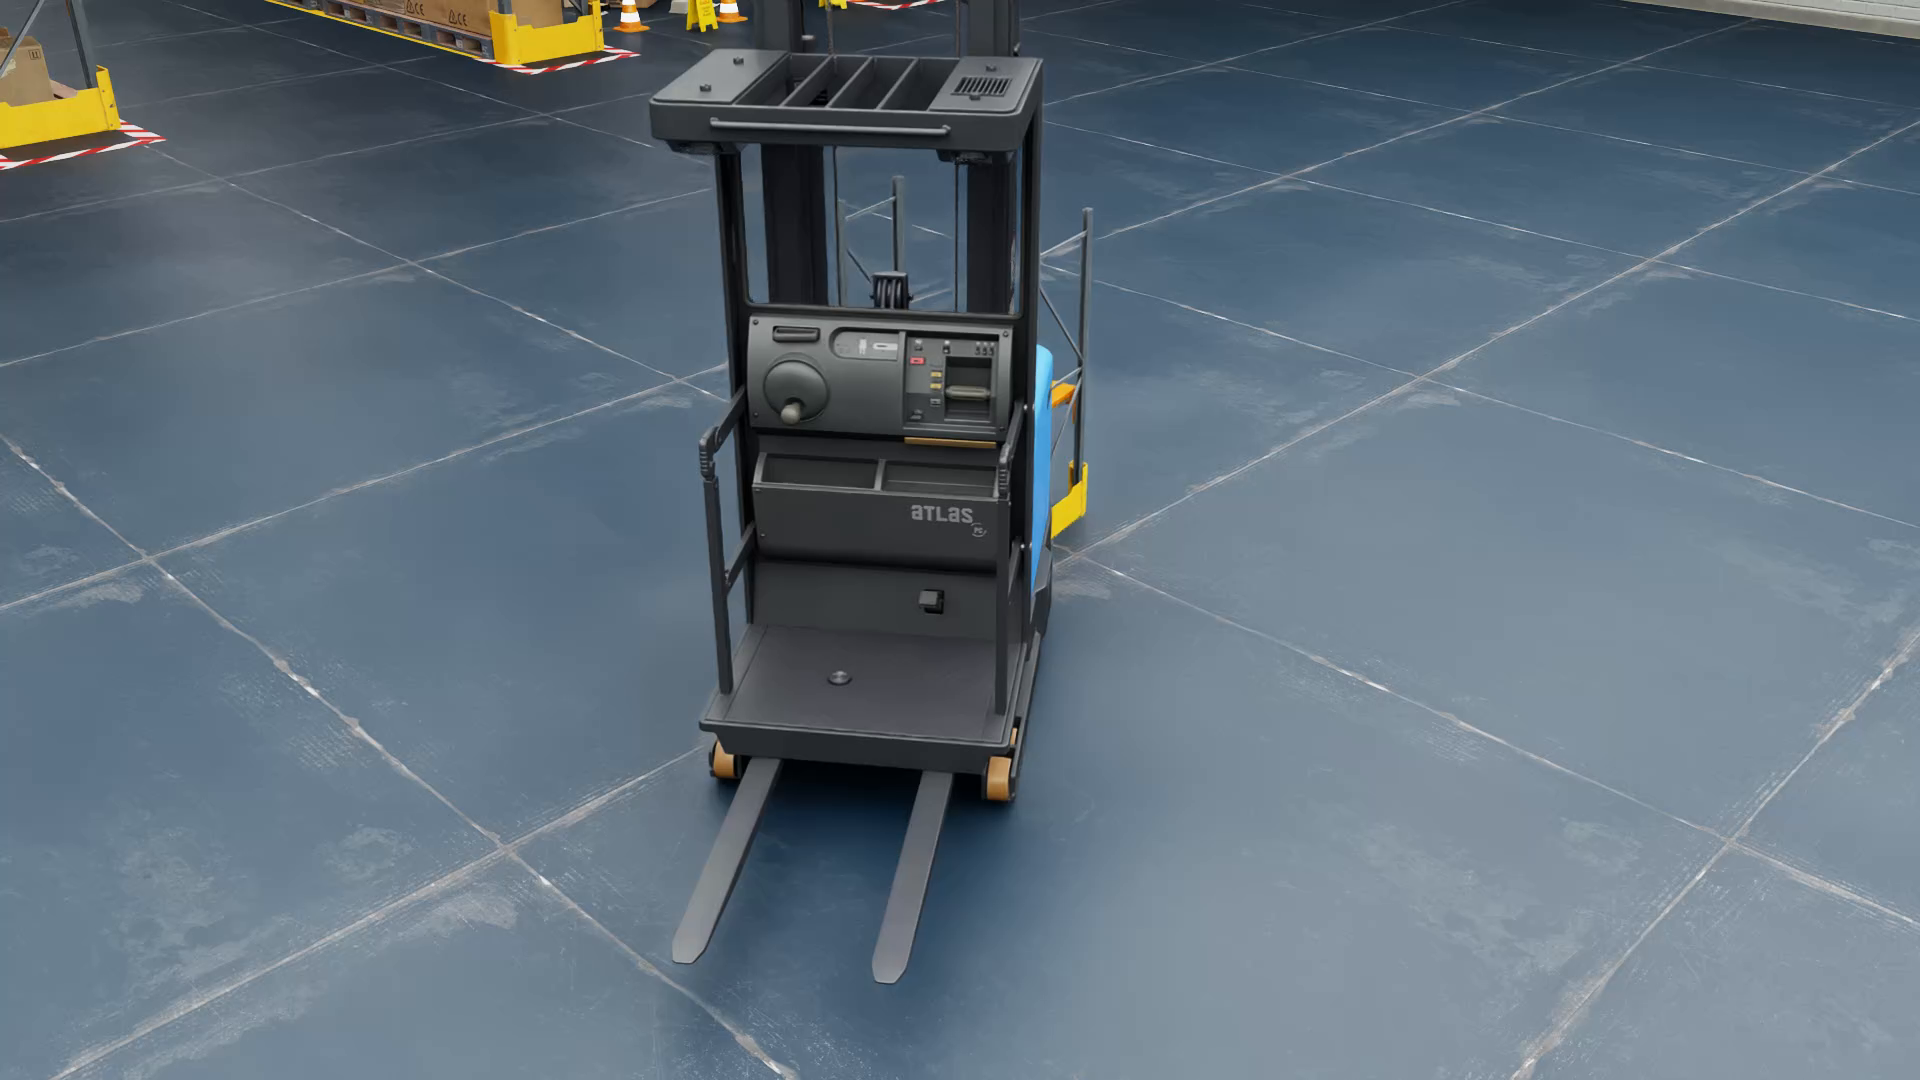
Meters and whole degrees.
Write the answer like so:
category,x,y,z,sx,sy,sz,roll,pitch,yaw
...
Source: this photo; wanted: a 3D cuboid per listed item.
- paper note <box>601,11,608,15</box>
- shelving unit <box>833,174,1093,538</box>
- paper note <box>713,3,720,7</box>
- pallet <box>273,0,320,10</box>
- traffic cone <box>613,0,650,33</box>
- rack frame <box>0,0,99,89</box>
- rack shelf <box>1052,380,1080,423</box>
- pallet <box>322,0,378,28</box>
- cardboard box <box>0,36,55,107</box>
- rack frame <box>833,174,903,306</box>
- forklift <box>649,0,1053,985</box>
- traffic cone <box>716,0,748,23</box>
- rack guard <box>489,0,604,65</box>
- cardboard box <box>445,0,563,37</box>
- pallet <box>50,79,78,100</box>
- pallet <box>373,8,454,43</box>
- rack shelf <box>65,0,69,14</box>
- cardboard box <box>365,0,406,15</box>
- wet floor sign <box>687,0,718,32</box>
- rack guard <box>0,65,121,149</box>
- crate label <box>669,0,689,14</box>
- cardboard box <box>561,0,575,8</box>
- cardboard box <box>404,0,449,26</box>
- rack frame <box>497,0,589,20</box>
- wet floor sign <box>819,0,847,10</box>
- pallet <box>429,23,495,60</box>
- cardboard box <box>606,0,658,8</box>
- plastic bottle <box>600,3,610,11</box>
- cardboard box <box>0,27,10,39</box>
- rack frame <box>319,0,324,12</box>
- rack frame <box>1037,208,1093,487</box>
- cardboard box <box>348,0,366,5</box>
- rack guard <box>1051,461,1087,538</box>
category,x,y,z,sx,sy,sz,roll,pitch,yaw
paper note,-4.197,-6.156,19.426,0.144,0.017,0.142,-13,30,-22
shelving unit,0.001,-0.825,7.707,1.083,1.500,0.587,17,32,29
paper note,-2.970,-6.419,19.924,0.142,0.019,0.148,12,30,22
pallet,-7.754,-6.707,20.278,1.213,0.211,1.003,25,36,38
traffic cone,-3.682,-5.931,18.532,0.334,0.463,0.336,25,36,38
rack frame,-7.849,-4.796,13.648,0.127,3.000,1.000,25,36,38
rack shelf,0.008,-0.663,7.787,1.000,0.185,0.538,17,32,29
pallet,-6.664,-6.206,19.326,1.213,0.211,1.003,25,36,38
cardboard box,-8.282,-4.085,14.530,0.500,0.500,0.500,-18,33,-30
rack frame,-0.419,-0.951,7.947,0.032,1.500,0.500,17,32,29
forklift,-0.310,-0.532,5.613,1.130,2.935,3.031,4,28,7
traffic cone,-2.648,-6.195,19.034,0.334,0.463,0.336,25,36,38
rack guard,-4.282,-5.295,17.283,0.348,0.500,1.175,25,36,38
cardboard box,-4.829,-5.854,17.492,0.875,0.875,0.875,25,37,39
pallet,-8.457,-3.863,14.871,1.213,0.211,1.003,25,36,38
pallet,-5.790,-5.808,18.568,1.213,0.211,1.003,25,36,38
rack shelf,-9.275,-5.130,15.056,4.000,0.370,1.077,25,36,38
cardboard box,-6.107,-6.438,18.603,0.875,0.875,0.875,25,37,39
wet floor sign,-2.890,-6.015,18.495,0.232,0.644,0.267,18,33,30
rack guard,-7.903,-3.714,14.277,0.348,0.500,1.175,25,36,38
crate label,-3.252,-6.287,19.559,0.298,0.136,0.250,7,29,13
cardboard box,-4.634,-6.554,19.930,0.396,0.266,0.258,-18,33,-31
cardboard box,-5.458,-6.140,18.036,0.875,0.875,0.875,24,36,38
rack frame,-4.299,-6.409,16.716,0.127,3.000,1.000,25,36,38
wet floor sign,-1.515,-6.626,19.657,0.267,0.644,0.232,-13,30,-22
pallet,-4.924,-5.410,17.811,1.213,0.211,1.003,25,36,38
cardboard box,-3.928,-6.713,19.976,0.637,0.503,0.797,2,28,4
plastic bottle,-4.302,-6.325,19.713,0.283,0.061,0.133,12,30,22
cardboard box,-8.732,-4.268,14.879,0.500,0.500,0.500,-15,31,-27
rack frame,-7.151,-7.714,19.198,0.127,3.000,1.000,25,36,38
rack frame,0.436,-0.695,7.459,0.032,1.500,0.500,17,32,29
cardboard box,-6.752,-6.731,19.160,0.875,0.875,0.875,-25,36,-38
rack guard,0.419,-0.146,7.760,0.087,0.250,0.587,17,32,29
